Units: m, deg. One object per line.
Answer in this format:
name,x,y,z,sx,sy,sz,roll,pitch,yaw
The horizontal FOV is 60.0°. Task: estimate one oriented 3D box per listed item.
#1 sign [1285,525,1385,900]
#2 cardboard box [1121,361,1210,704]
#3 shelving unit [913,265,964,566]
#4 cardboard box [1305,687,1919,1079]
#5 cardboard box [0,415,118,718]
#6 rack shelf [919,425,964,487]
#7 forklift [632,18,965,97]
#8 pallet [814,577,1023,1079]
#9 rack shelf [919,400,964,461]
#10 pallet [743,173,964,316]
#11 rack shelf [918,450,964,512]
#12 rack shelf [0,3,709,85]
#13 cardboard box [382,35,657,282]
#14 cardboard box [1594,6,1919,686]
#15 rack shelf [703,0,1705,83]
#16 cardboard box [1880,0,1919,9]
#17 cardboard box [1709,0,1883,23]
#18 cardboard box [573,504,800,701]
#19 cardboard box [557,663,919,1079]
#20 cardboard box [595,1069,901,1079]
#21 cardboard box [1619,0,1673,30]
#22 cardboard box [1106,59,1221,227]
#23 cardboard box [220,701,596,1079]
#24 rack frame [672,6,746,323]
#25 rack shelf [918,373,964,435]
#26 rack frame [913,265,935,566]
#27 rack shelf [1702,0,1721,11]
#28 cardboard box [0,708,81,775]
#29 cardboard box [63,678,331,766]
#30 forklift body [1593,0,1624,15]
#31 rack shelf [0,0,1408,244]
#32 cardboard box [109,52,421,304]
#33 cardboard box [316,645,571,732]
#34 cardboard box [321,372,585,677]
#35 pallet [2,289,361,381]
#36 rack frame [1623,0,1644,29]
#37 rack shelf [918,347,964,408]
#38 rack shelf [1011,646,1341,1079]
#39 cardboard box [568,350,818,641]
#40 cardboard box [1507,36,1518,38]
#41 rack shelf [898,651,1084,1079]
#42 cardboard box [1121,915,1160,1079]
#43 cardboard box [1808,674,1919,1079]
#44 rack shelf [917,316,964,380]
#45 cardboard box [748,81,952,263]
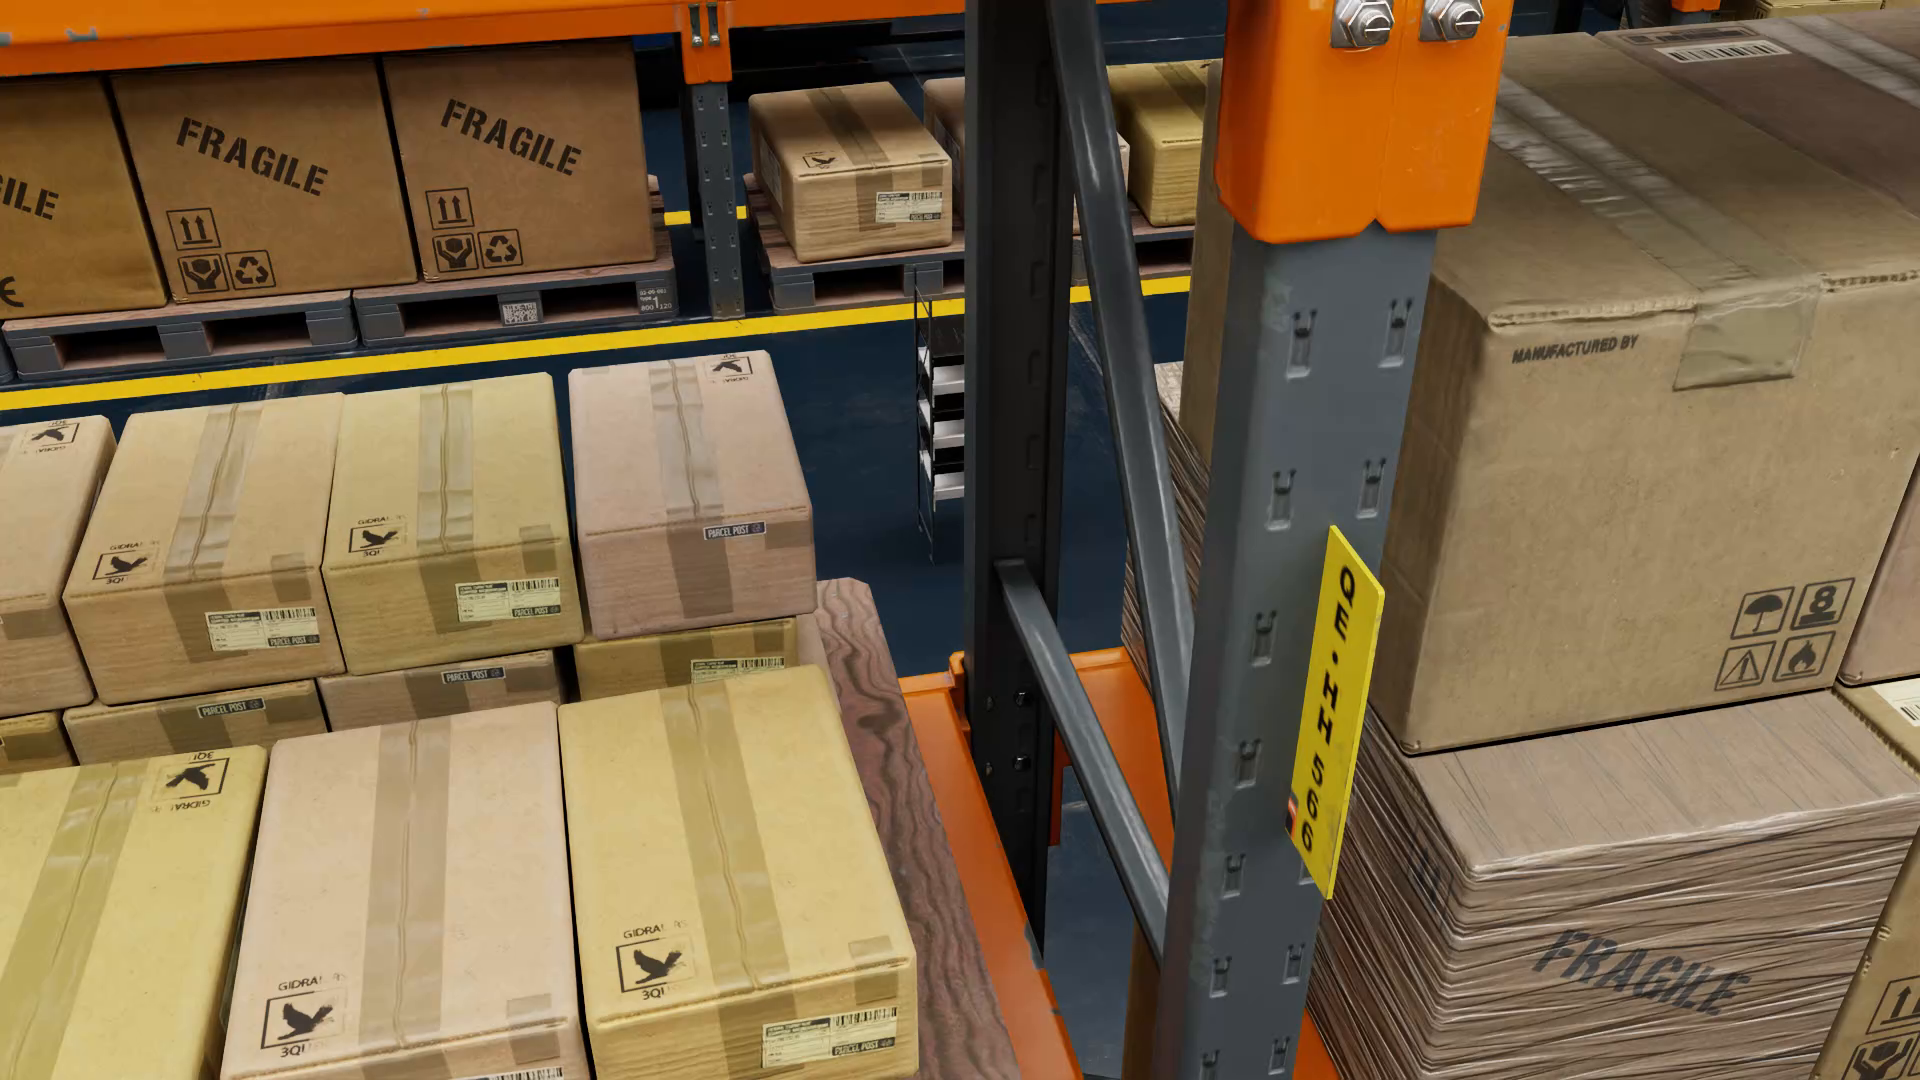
sign,0.304,0.147,1.371,0.005,0.325,0.100,-7,35,-11
cardboard box,0.555,0.058,2.382,0.500,0.500,0.500,-7,35,-11
shelving unit,-0.008,-0.373,4.998,0.210,0.900,0.258,-7,35,-11
cardboard box,0.673,0.351,1.945,0.500,0.500,0.500,-7,34,-10
cardboard box,-1.078,0.030,1.828,0.250,0.149,0.380,-9,35,-13
rack shelf,-0.008,-0.270,5.066,0.200,0.077,0.258,-7,35,-11
forklift,-0.937,-3.808,8.351,3.031,2.867,1.129,-8,35,-11
pallet,-0.496,0.526,1.946,1.003,0.211,1.213,-7,35,-11
rack shelf,-0.008,-0.345,5.016,0.200,0.077,0.258,-7,35,-11
pallet,-0.253,-1.314,7.019,1.213,0.211,1.003,-7,35,-11
rack shelf,-0.008,-0.196,5.117,0.200,0.077,0.258,-7,35,-11
rack shelf,-2.966,-1.832,5.934,4.000,0.370,1.077,-7,35,-11
cardboard box,-1.707,-1.629,6.516,0.875,0.875,0.875,-7,35,-11
cardboard box,1.108,-0.268,1.971,0.500,0.500,0.700,-8,35,-11
rack shelf,0.935,-2.324,6.667,4.000,0.370,1.077,-7,35,-11
cardboard box,4.041,-2.211,7.270,0.500,0.500,0.500,-6,34,-9
cardboard box,3.521,-2.138,7.162,0.500,0.500,0.500,-6,34,-8
cardboard box,-0.340,0.058,2.054,0.250,0.149,0.380,-6,34,-8
cardboard box,-0.202,0.293,1.435,0.250,0.149,0.380,-9,35,-12
cardboard box,-0.206,0.416,1.520,0.250,0.149,0.380,-6,34,-10
cardboard box,3.404,-2.431,7.599,0.500,0.500,0.500,-8,35,-11
cardboard box,0.997,-1.709,7.087,0.625,0.372,0.950,-6,34,-9
cardboard box,-0.447,0.323,1.391,0.250,0.149,0.380,-8,35,-11
rack frame,-1.015,-2.377,6.100,0.127,3.000,1.000,-7,35,-11
rack shelf,-0.008,-0.420,4.966,0.200,0.077,0.258,-7,35,-11
rack frame,-0.107,-0.360,4.979,0.006,0.900,0.240,-7,35,-11
rack shelf,4.837,-2.816,7.399,4.000,0.370,1.077,-7,35,-11
cardboard box,-1.110,0.158,1.904,0.250,0.149,0.380,-7,35,-10
cardboard box,-0.864,0.127,1.951,0.250,0.149,0.380,-8,35,-12
forklift body,4.242,-4.480,9.996,1.214,2.155,2.313,-7,35,-11
rack shelf,-1.775,-0.400,1.108,4.000,0.370,1.077,-7,35,-11
cardboard box,-2.578,-1.522,6.356,0.875,0.875,0.875,-7,34,-10
cardboard box,-0.605,0.092,2.002,0.250,0.149,0.380,-6,34,-8
cardboard box,-0.580,-0.030,1.917,0.250,0.149,0.380,-8,35,-12
pallet,-2.988,-1.015,6.573,1.213,0.211,1.003,-7,35,-11
rack frame,2.885,-2.870,6.835,0.053,2.616,0.949,-7,35,-11
rack shelf,-0.008,-0.494,4.916,0.200,0.077,0.258,-7,35,-11
rack shelf,2.126,0.354,2.676,4.000,0.370,1.077,-7,35,-11
cardboard box,-0.322,-0.064,1.968,0.250,0.149,0.380,-7,35,-10
cardboard box,2.375,-1.886,7.350,0.625,0.372,0.950,-7,34,-10
rack shelf,-1.775,0.846,1.943,4.000,0.370,1.077,-7,35,-11
cardboard box,0.789,1.035,2.658,0.750,0.750,1.050,-8,35,-11
cardboard box,1.168,0.287,2.041,0.500,0.500,0.500,-7,35,-11
rack shelf,-0.008,-0.569,4.866,0.200,0.077,0.258,-7,35,-11
cardboard box,-0.462,-1.524,6.811,0.625,0.372,0.950,-9,35,-14
